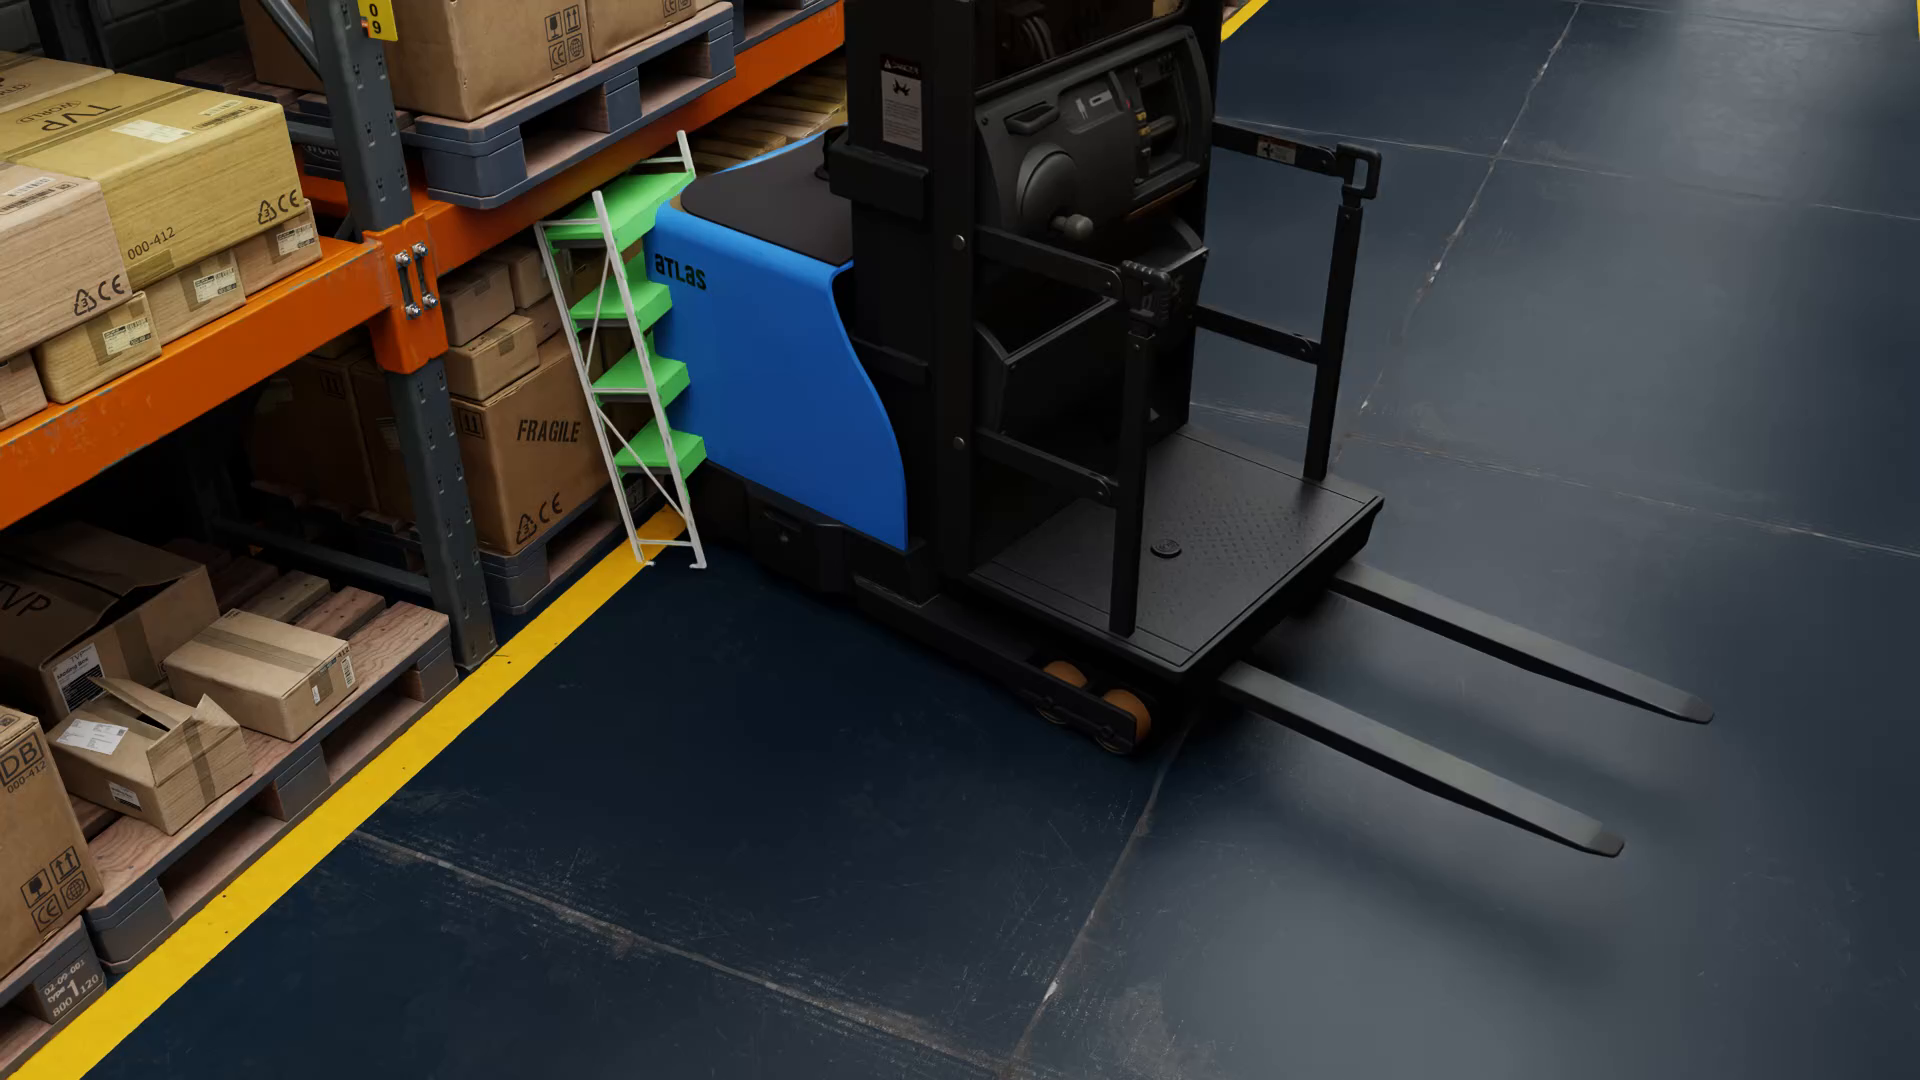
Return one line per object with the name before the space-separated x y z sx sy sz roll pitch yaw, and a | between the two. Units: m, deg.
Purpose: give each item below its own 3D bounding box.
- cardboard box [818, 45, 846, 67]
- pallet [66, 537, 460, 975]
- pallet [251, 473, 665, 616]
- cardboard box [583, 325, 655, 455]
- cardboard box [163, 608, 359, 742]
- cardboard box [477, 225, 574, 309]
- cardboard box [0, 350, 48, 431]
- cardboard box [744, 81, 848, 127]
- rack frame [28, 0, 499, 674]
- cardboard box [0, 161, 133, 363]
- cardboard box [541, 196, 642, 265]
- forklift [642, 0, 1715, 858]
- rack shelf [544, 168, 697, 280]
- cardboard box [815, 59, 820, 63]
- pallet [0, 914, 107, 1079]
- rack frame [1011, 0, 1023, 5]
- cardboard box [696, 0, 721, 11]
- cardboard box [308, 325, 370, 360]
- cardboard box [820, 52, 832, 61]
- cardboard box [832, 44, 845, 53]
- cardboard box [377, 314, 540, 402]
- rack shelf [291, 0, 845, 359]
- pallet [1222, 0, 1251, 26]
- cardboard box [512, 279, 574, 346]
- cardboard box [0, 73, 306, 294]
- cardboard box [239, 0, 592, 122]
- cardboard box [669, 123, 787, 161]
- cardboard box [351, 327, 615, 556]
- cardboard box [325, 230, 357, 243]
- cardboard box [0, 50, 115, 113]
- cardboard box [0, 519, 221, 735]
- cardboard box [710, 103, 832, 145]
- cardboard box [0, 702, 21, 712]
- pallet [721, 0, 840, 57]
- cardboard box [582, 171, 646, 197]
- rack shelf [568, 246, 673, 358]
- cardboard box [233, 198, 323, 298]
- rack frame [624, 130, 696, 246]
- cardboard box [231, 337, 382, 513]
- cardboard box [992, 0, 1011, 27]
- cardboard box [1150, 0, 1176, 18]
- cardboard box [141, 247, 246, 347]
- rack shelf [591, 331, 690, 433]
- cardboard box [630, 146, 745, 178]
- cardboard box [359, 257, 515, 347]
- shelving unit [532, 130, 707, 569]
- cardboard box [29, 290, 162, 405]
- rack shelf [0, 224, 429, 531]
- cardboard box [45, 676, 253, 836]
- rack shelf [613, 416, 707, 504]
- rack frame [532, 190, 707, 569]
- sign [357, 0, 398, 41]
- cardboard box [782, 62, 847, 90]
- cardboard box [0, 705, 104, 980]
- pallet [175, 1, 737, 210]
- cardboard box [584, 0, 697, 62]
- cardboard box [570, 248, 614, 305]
cardboard box | -0.341 -1.849 6.640 0.380 0.149 0.250 13 35 19
pallet | -2.090 0.484 4.319 1.003 0.211 1.213 14 36 20
pallet | -1.496 -0.271 5.471 1.003 0.211 1.213 14 36 20
cardboard box | -1.182 -0.611 5.342 0.500 0.500 0.500 14 36 20
cardboard box | -1.768 0.338 4.216 0.380 0.149 0.250 13 35 19
cardboard box | -1.345 -0.808 4.780 0.380 0.149 0.250 12 35 18
cardboard box | -2.016 -0.308 3.213 0.380 0.149 0.250 15 36 22
cardboard box | -0.597 -1.604 6.265 0.380 0.149 0.250 14 36 20
rack frame | -1.802 -1.024 4.076 1.000 3.000 0.127 14 36 20
cardboard box | -1.990 -0.523 3.177 0.500 0.250 0.500 14 36 21
cardboard box | -1.165 -0.969 5.297 0.380 0.149 0.250 14 36 20
forklift | 0.520 -0.992 4.090 3.031 2.935 1.130 24 40 32
rack shelf | -0.969 -0.913 4.793 0.258 0.148 0.480 2 33 22
cardboard box | -0.797 -1.961 6.810 0.380 0.149 0.250 15 36 21
pallet | -2.599 1.094 3.389 1.003 0.211 1.213 14 36 20
rack frame | -0.129 -3.016 7.114 1.000 3.000 0.127 14 36 20
cardboard box | -0.872 -1.747 4.918 0.396 0.266 0.258 16 36 23
cardboard box | -1.910 -0.675 4.848 0.380 0.149 0.250 13 35 19
cardboard box | -0.765 -2.103 7.027 0.380 0.149 0.250 15 36 22
cardboard box | -0.630 -2.229 7.219 0.380 0.149 0.250 16 37 23
cardboard box | -1.410 -0.543 4.647 0.380 0.149 0.250 16 36 23
rack shelf | -0.965 -1.719 5.792 1.077 0.370 4.000 14 36 20
pallet | 1.272 -3.466 10.343 1.003 0.211 1.213 14 36 20
cardboard box | -1.365 -0.698 4.885 0.380 0.149 0.250 13 35 19
cardboard box | -1.794 -0.776 3.563 0.500 0.250 0.500 15 36 22
cardboard box | -1.397 -1.431 4.222 0.700 0.500 0.500 15 36 22
cardboard box | -0.835 -1.349 5.876 0.380 0.149 0.250 14 36 21
cardboard box | -1.395 -0.343 4.935 0.500 0.500 0.500 16 36 23
cardboard box | -1.805 -0.807 5.050 0.380 0.149 0.250 14 36 21
cardboard box | -2.255 -0.901 3.753 0.500 0.250 0.500 14 36 20
cardboard box | -2.293 0.200 4.279 0.500 0.311 0.500 15 36 22
cardboard box | -0.685 -1.459 6.045 0.380 0.149 0.250 12 35 18
cardboard box | -2.475 0.484 3.994 0.380 0.149 0.250 14 36 20
pallet | -0.938 -1.966 5.688 1.003 0.211 1.213 14 36 20
cardboard box | -1.027 -1.084 5.473 0.380 0.149 0.250 14 36 20
rack shelf | -0.930 -0.709 4.913 0.258 0.148 0.480 2 33 22
cardboard box | -1.706 -0.702 3.814 0.380 0.149 0.250 15 36 21
rack frame | -0.821 -0.687 5.193 0.240 1.200 0.015 2 33 22
cardboard box | -1.865 -0.466 5.122 0.500 0.500 0.500 14 36 20
cardboard box | 0.145 -2.506 8.119 0.875 0.625 0.625 15 36 22
cardboard box | 0.692 -3.168 9.129 0.875 0.625 0.625 13 35 19
cardboard box | -1.795 -0.567 3.609 0.380 0.149 0.250 15 36 22
rack shelf | -0.891 -0.505 5.034 0.258 0.148 0.480 2 33 22
cardboard box | -0.921 -1.208 5.661 0.380 0.149 0.250 15 36 22
cardboard box | -1.465 -0.681 4.587 0.380 0.149 0.250 14 36 20
shelving unit | -0.902 -0.559 5.002 0.258 1.200 0.503 2 33 22
cardboard box | -1.882 -0.432 3.403 0.380 0.149 0.250 15 36 22
rack shelf | -2.639 0.273 2.754 1.077 0.370 4.000 14 36 20
cardboard box | -1.918 0.467 3.913 0.396 0.266 0.258 15 36 22
rack shelf | -0.852 -0.301 5.154 0.258 0.148 0.480 2 33 22
rack frame | -0.983 -0.431 4.811 0.240 1.200 0.015 2 33 22
sign | -1.306 -1.265 3.654 0.100 0.325 0.005 14 36 20
cardboard box | -0.493 -1.728 6.455 0.380 0.149 0.250 15 36 22
cardboard box | -2.306 0.622 3.463 0.700 0.500 0.500 13 35 19
pallet | -1.369 -1.316 4.697 1.003 0.211 1.213 14 36 20
cardboard box | -1.180 -1.689 4.616 0.700 0.500 0.500 15 36 21
cardboard box | -1.268 -0.829 5.084 0.380 0.149 0.250 12 35 18
